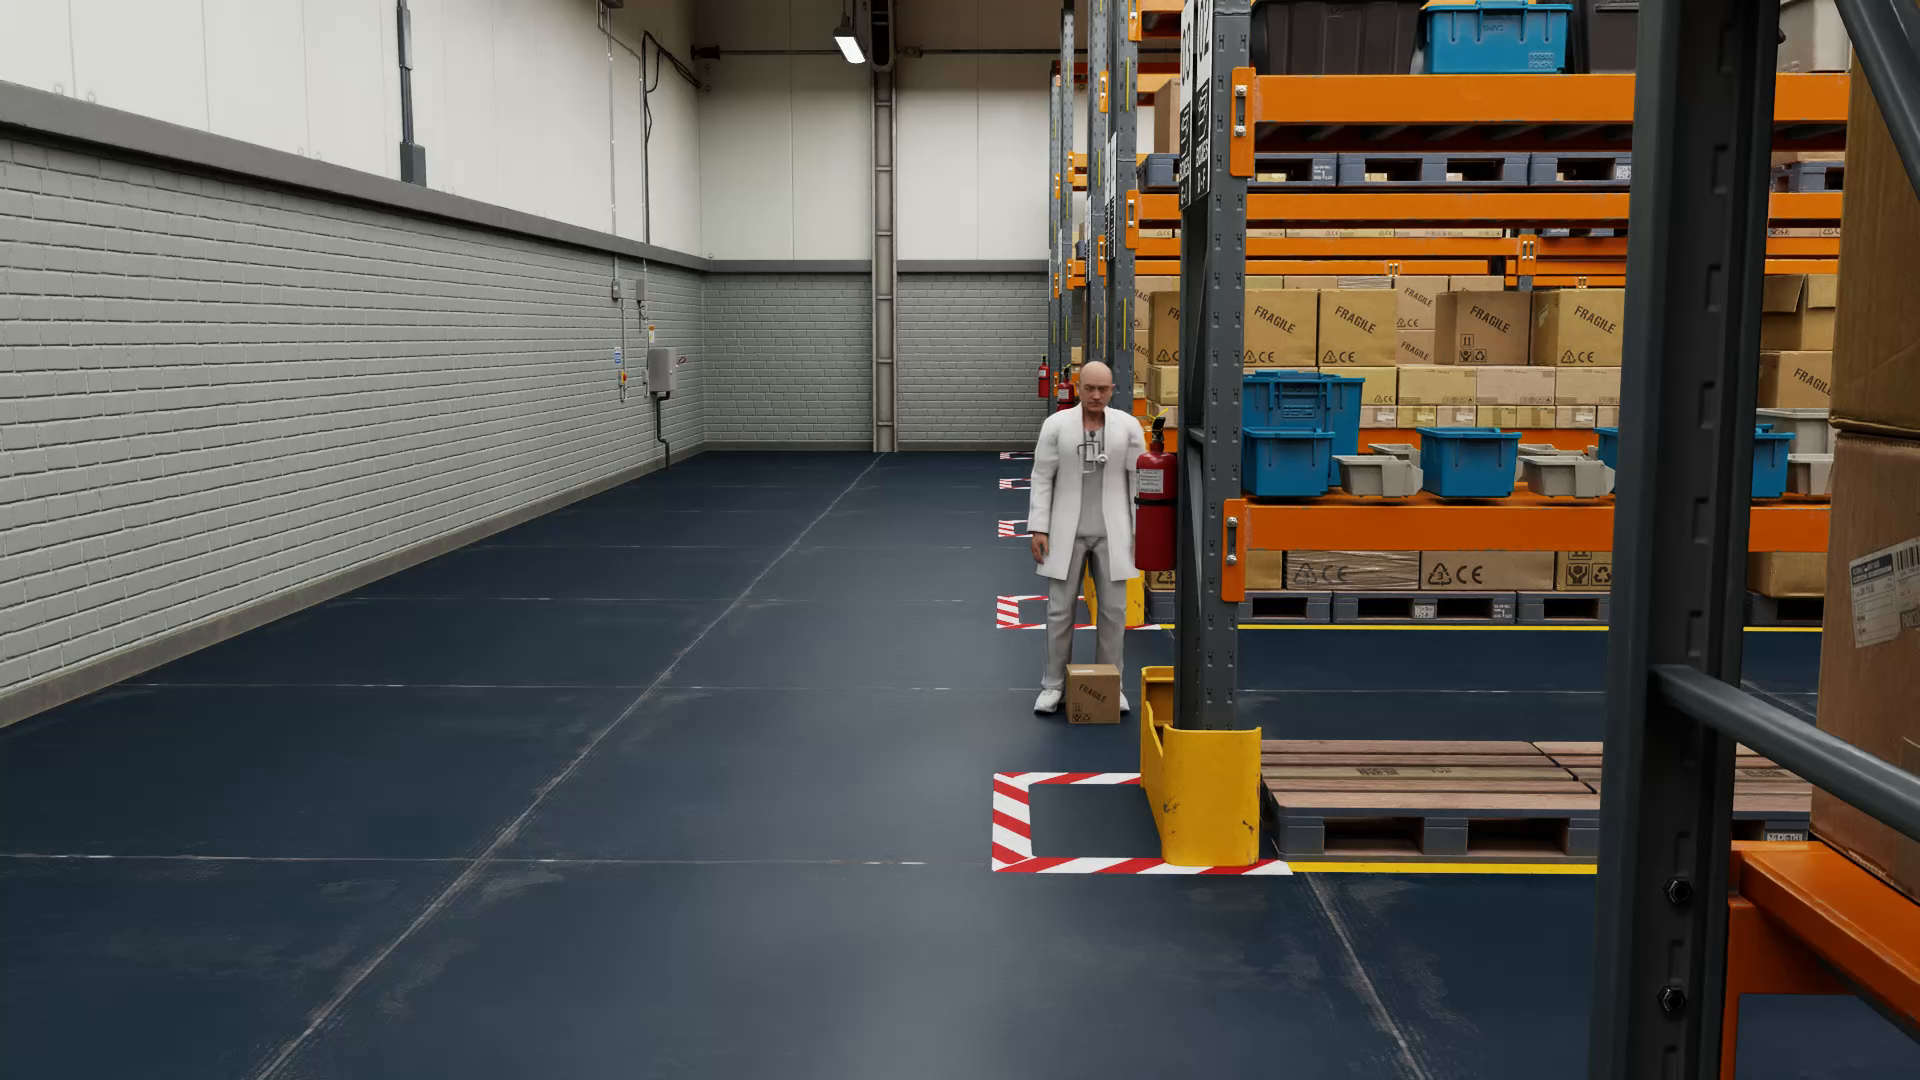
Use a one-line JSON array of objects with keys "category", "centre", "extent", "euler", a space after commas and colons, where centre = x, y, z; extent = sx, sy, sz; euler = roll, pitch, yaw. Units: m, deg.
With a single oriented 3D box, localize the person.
[{"category": "person", "centre": [0.661, -0.018, 8.467], "extent": [0.643, 1.774, 0.423], "euler": [0, 7, 2]}]
